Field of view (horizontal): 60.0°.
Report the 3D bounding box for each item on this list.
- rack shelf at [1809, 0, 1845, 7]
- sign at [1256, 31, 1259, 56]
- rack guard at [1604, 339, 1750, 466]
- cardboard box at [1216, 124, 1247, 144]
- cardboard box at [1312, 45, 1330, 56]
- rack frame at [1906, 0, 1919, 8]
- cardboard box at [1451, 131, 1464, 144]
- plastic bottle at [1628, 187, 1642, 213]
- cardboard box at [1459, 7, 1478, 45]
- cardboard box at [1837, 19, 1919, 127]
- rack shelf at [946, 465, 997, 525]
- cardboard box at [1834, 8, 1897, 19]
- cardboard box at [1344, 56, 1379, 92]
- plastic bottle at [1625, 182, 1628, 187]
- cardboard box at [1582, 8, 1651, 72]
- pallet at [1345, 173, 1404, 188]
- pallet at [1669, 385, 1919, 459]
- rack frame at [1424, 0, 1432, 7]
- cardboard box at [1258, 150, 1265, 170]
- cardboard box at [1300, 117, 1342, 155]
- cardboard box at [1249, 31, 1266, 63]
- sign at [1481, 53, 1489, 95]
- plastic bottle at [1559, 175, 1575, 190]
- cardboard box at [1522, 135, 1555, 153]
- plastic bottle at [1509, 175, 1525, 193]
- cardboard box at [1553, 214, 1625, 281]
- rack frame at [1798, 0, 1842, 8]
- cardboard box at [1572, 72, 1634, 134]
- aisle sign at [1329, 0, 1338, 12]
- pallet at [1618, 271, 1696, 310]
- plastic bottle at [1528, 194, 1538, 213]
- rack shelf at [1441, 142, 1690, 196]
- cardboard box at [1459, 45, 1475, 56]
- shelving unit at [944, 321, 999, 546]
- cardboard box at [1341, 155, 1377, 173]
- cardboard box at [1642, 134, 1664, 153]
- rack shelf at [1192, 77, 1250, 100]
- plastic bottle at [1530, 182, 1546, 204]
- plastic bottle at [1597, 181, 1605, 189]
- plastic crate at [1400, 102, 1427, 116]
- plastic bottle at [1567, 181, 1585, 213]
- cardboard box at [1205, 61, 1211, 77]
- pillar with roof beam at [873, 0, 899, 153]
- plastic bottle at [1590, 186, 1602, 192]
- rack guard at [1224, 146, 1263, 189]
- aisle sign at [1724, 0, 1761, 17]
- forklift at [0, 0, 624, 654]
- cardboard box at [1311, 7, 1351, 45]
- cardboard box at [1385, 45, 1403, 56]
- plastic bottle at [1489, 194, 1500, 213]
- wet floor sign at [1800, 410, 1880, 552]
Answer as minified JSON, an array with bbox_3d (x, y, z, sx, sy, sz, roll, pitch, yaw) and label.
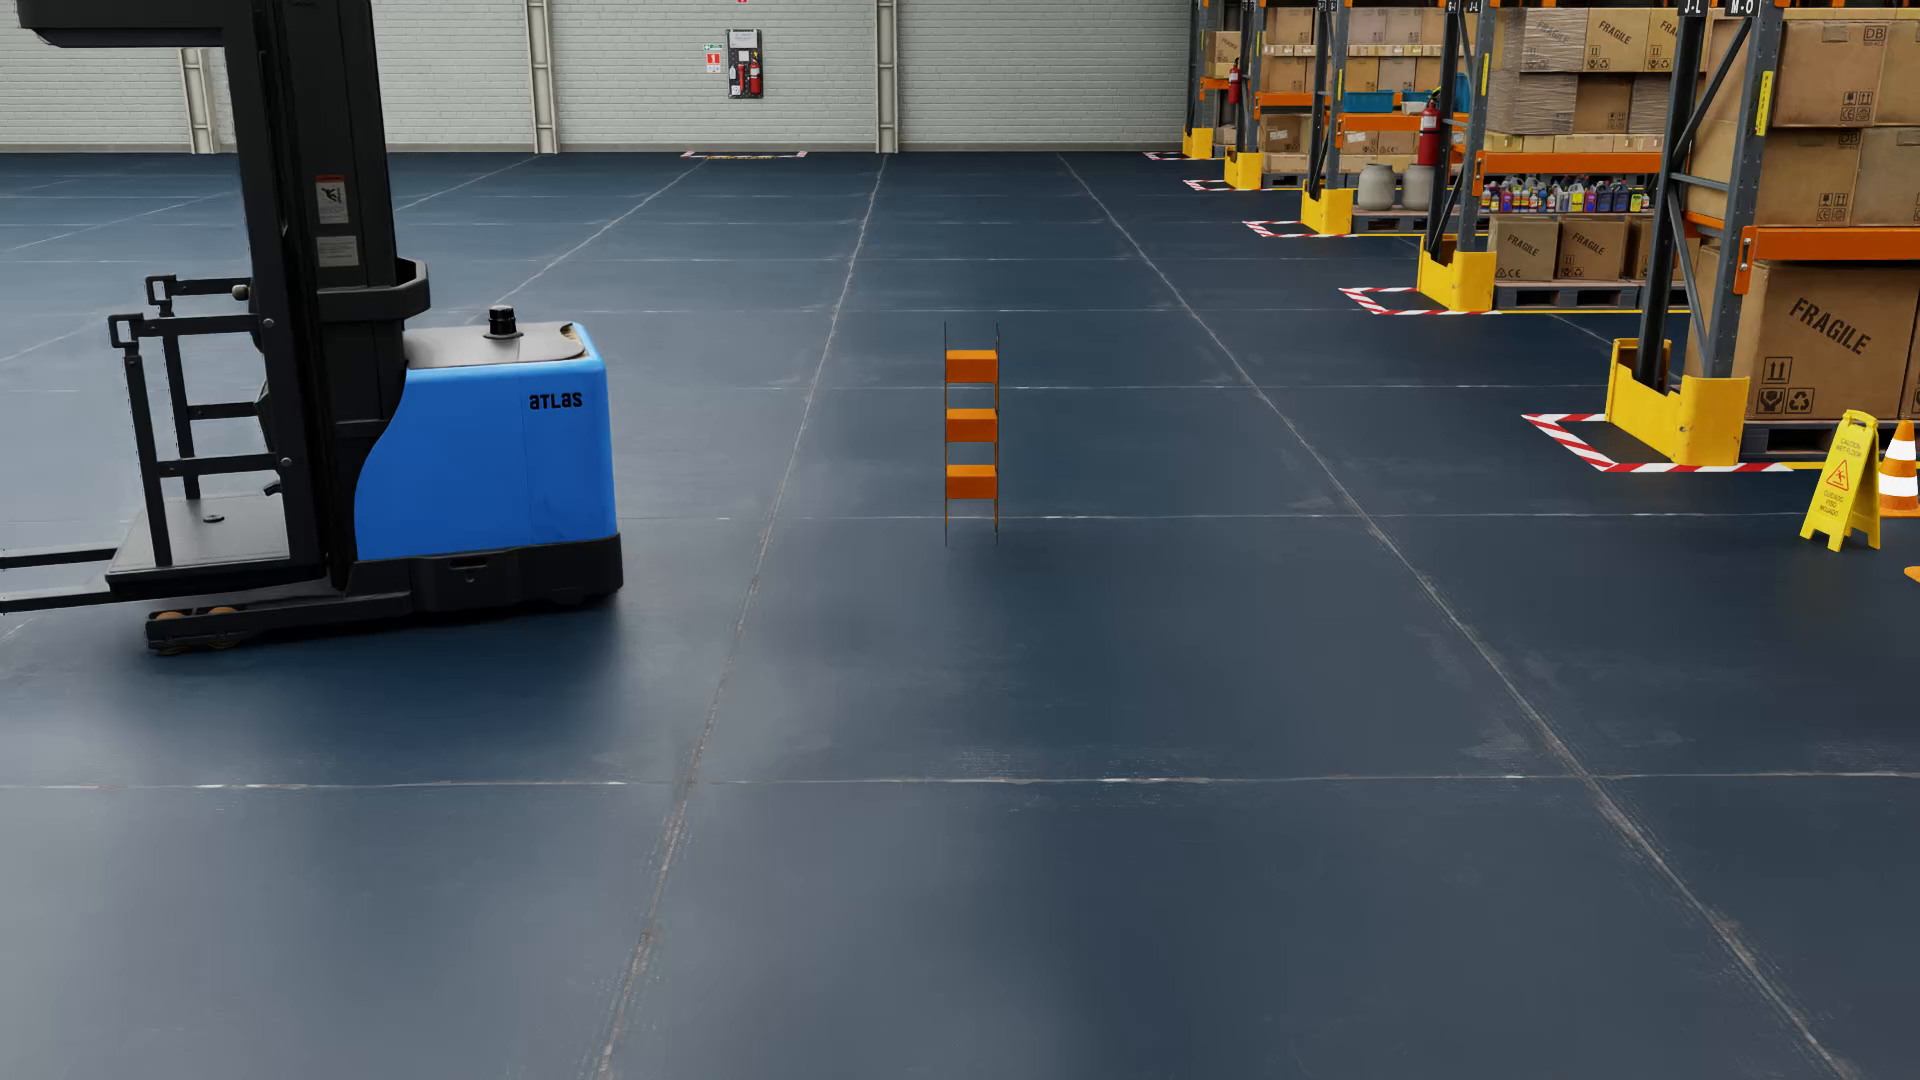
[{"bbox_3d":[14.103,-7.696,23.394,4.000,0.370,1.077,0,18,-1],"label":"rack shelf"},{"bbox_3d":[4.107,-6.842,22.919,0.005,0.325,0.100,0,18,-1],"label":"sign"},{"bbox_3d":[4.210,-0.830,9.818,0.348,0.500,1.175,0,18,-1],"label":"rack guard"},{"bbox_3d":[4.715,-6.980,28.576,0.500,0.311,0.500,-2,18,-7],"label":"cardboard box"},{"bbox_3d":[5.013,-6.857,23.287,0.250,0.149,0.380,0,18,-1],"label":"cardboard box"},{"bbox_3d":[8.256,-3.555,14.220,0.127,3.000,1.000,0,18,-1],"label":"rack frame"},{"bbox_3d":[7.143,-5.761,23.682,0.500,0.500,0.500,0,18,-1],"label":"cardboard box"},{"bbox_3d":[7.702,-3.881,18.962,0.133,0.283,0.061,1,18,2],"label":"plastic bottle"},{"bbox_3d":[7.154,-7.239,23.417,0.500,0.500,0.700,0,18,-1],"label":"cardboard box"},{"bbox_3d":[5.154,-2.627,9.313,0.550,0.550,0.875,0,18,-1],"label":"cardboard box"},{"bbox_3d":[0.054,-0.225,7.976,0.240,0.259,0.215,0,18,-1],"label":"rack shelf"},{"bbox_3d":[7.310,-4.132,13.729,0.500,0.500,0.500,0,18,-1],"label":"cardboard box"},{"bbox_3d":[5.592,-6.612,23.586,0.500,0.500,0.700,0,18,0],"label":"cardboard box"},{"bbox_3d":[7.852,-4.111,19.698,0.097,0.271,0.097,0,18,0],"label":"plastic bottle"},{"bbox_3d":[5.311,-4.121,13.696,0.500,0.500,0.500,0,18,-1],"label":"cardboard box"},{"bbox_3d":[6.085,-5.255,24.085,1.213,0.211,1.003,0,18,-1],"label":"pallet"},{"bbox_3d":[5.032,-0.721,9.949,1.213,0.211,1.003,0,18,-1],"label":"pallet"},{"bbox_3d":[8.021,-8.094,28.368,0.127,3.000,1.000,0,18,-1],"label":"rack frame"},{"bbox_3d":[4.635,-5.545,24.237,0.500,0.250,0.500,0,18,-1],"label":"cardboard box"},{"bbox_3d":[5.143,-5.747,23.639,0.500,0.500,0.500,0,18,-1],"label":"cardboard box"},{"bbox_3d":[4.998,-8.280,27.933,0.500,0.500,0.500,0,18,-1],"label":"cardboard box"},{"bbox_3d":[4.265,-3.783,13.511,0.005,0.325,0.100,0,18,-1],"label":"sign"},{"bbox_3d":[7.175,-4.138,19.654,0.185,0.351,0.144,-1,18,-3],"label":"plastic bottle"},{"bbox_3d":[4.795,-3.340,13.961,0.250,0.149,0.380,0,18,-1],"label":"cardboard box"},{"bbox_3d":[6.564,-4.135,19.644,0.185,0.351,0.144,0,18,1],"label":"plastic bottle"},{"bbox_3d":[5.478,-2.557,14.513,0.500,0.500,0.500,4,18,14],"label":"cardboard box"},{"bbox_3d":[12.103,-6.600,23.712,0.127,3.000,1.000,0,18,-1],"label":"rack frame"},{"bbox_3d":[5.305,-3.759,14.203,0.500,0.500,0.875,0,18,-1],"label":"cardboard box"},{"bbox_3d":[4.111,-6.197,18.199,0.004,0.787,0.394,0,18,-1],"label":"aisle sign"},{"bbox_3d":[6.362,-2.207,14.581,1.213,0.211,1.003,0,18,-1],"label":"pallet"},{"bbox_3d":[6.538,-3.842,18.975,0.097,0.201,0.097,0,18,0],"label":"plastic bottle"},{"bbox_3d":[6.256,-3.203,14.300,4.000,0.370,1.077,0,18,-1],"label":"rack shelf"},{"bbox_3d":[7.063,-6.867,23.317,0.250,0.149,0.380,0,18,-1],"label":"cardboard box"},{"bbox_3d":[0.054,-0.500,7.888,0.252,1.050,0.215,0,18,-1],"label":"shelving unit"},{"bbox_3d":[5.643,-5.393,23.762,0.500,0.250,0.500,0,18,-1],"label":"cardboard box"},{"bbox_3d":[5.795,-3.353,14.001,0.250,0.149,0.380,0,18,-1],"label":"cardboard box"},{"bbox_3d":[6.022,-7.742,28.448,4.000,0.370,1.077,0,18,-1],"label":"rack shelf"},{"bbox_3d":[6.778,-4.055,19.518,0.135,0.276,0.152,0,18,-1],"label":"plastic bottle"},{"bbox_3d":[7.532,-4.074,19.564,0.133,0.283,0.061,0,18,-1],"label":"plastic bottle"},{"bbox_3d":[5.078,-4.829,18.623,0.250,0.136,0.298,0,18,-1],"label":"plastic crate"},{"bbox_3d":[7.024,-3.923,18.982,0.185,0.351,0.144,0,18,-1],"label":"plastic bottle"},{"bbox_3d":[4.486,-8.074,28.520,0.500,0.250,0.500,0,18,0],"label":"cardboard box"},{"bbox_3d":[-1.223,-9.855,24.037,0.400,9.000,9.100,0,18,-1],"label":"pillar with roof beam"},{"bbox_3d":[7.319,-3.934,19.139,0.135,0.276,0.152,0,18,-1],"label":"plastic bottle"},{"bbox_3d":[4.080,-5.371,23.973,0.348,0.500,1.175,0,18,-1],"label":"rack guard"},{"bbox_3d":[4.168,-3.167,8.753,0.004,0.787,0.394,0,18,-1],"label":"aisle sign"},{"bbox_3d":[-3.033,-1.121,6.743,3.031,2.935,1.130,-6,19,-17],"label":"forklift"},{"bbox_3d":[5.149,-7.230,23.387,0.500,0.500,0.700,-1,18,-2],"label":"cardboard box"},{"bbox_3d":[6.036,-6.862,23.301,0.250,0.149,0.380,0,18,0],"label":"cardboard box"},{"bbox_3d":[6.100,-3.840,18.968,0.097,0.201,0.097,0,18,0],"label":"plastic bottle"},{"bbox_3d":[4.236,-0.295,7.910,0.232,0.644,0.267,-3,18,-10],"label":"wet floor sign"}]
